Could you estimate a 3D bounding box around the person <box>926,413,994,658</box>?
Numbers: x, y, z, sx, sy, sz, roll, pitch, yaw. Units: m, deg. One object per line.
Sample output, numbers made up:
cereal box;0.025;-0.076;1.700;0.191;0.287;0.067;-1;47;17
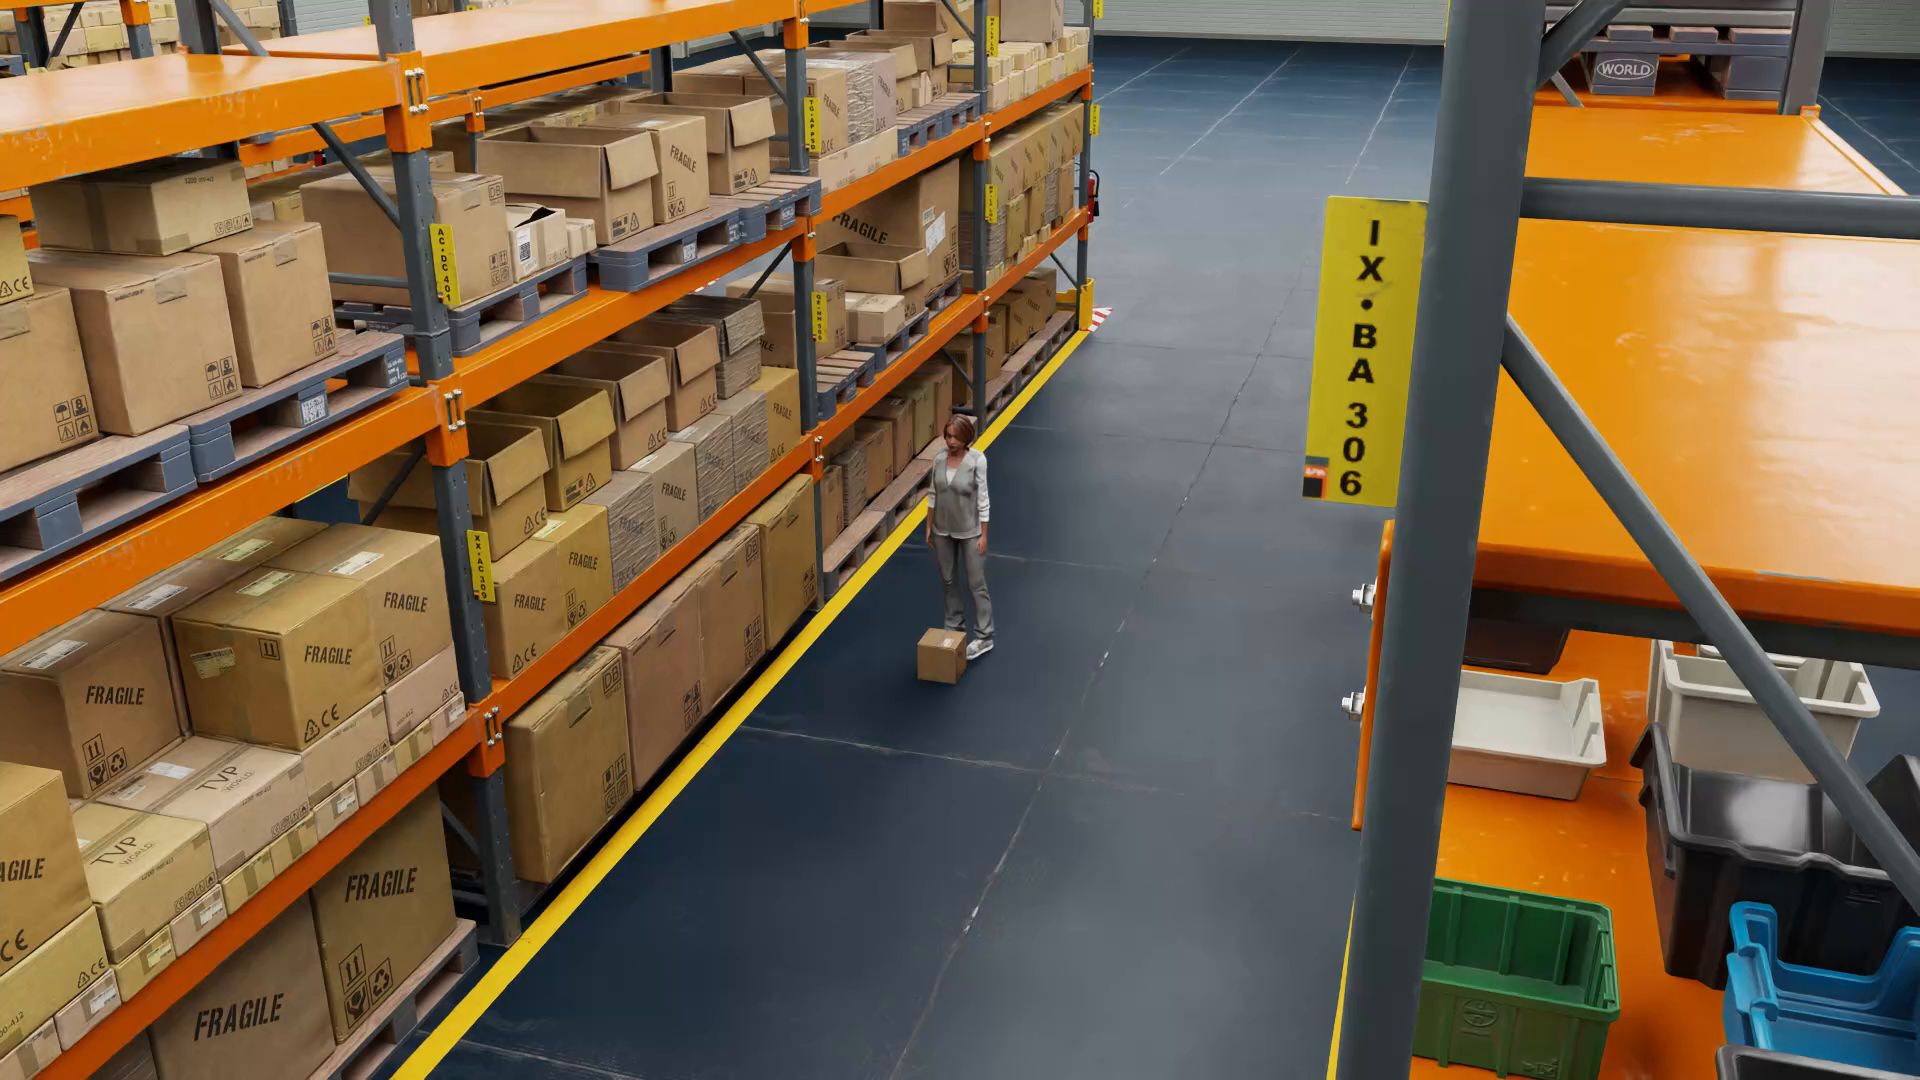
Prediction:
person;-0.009;-0.037;10.680;0.469;1.607;0.338;10;24;23
